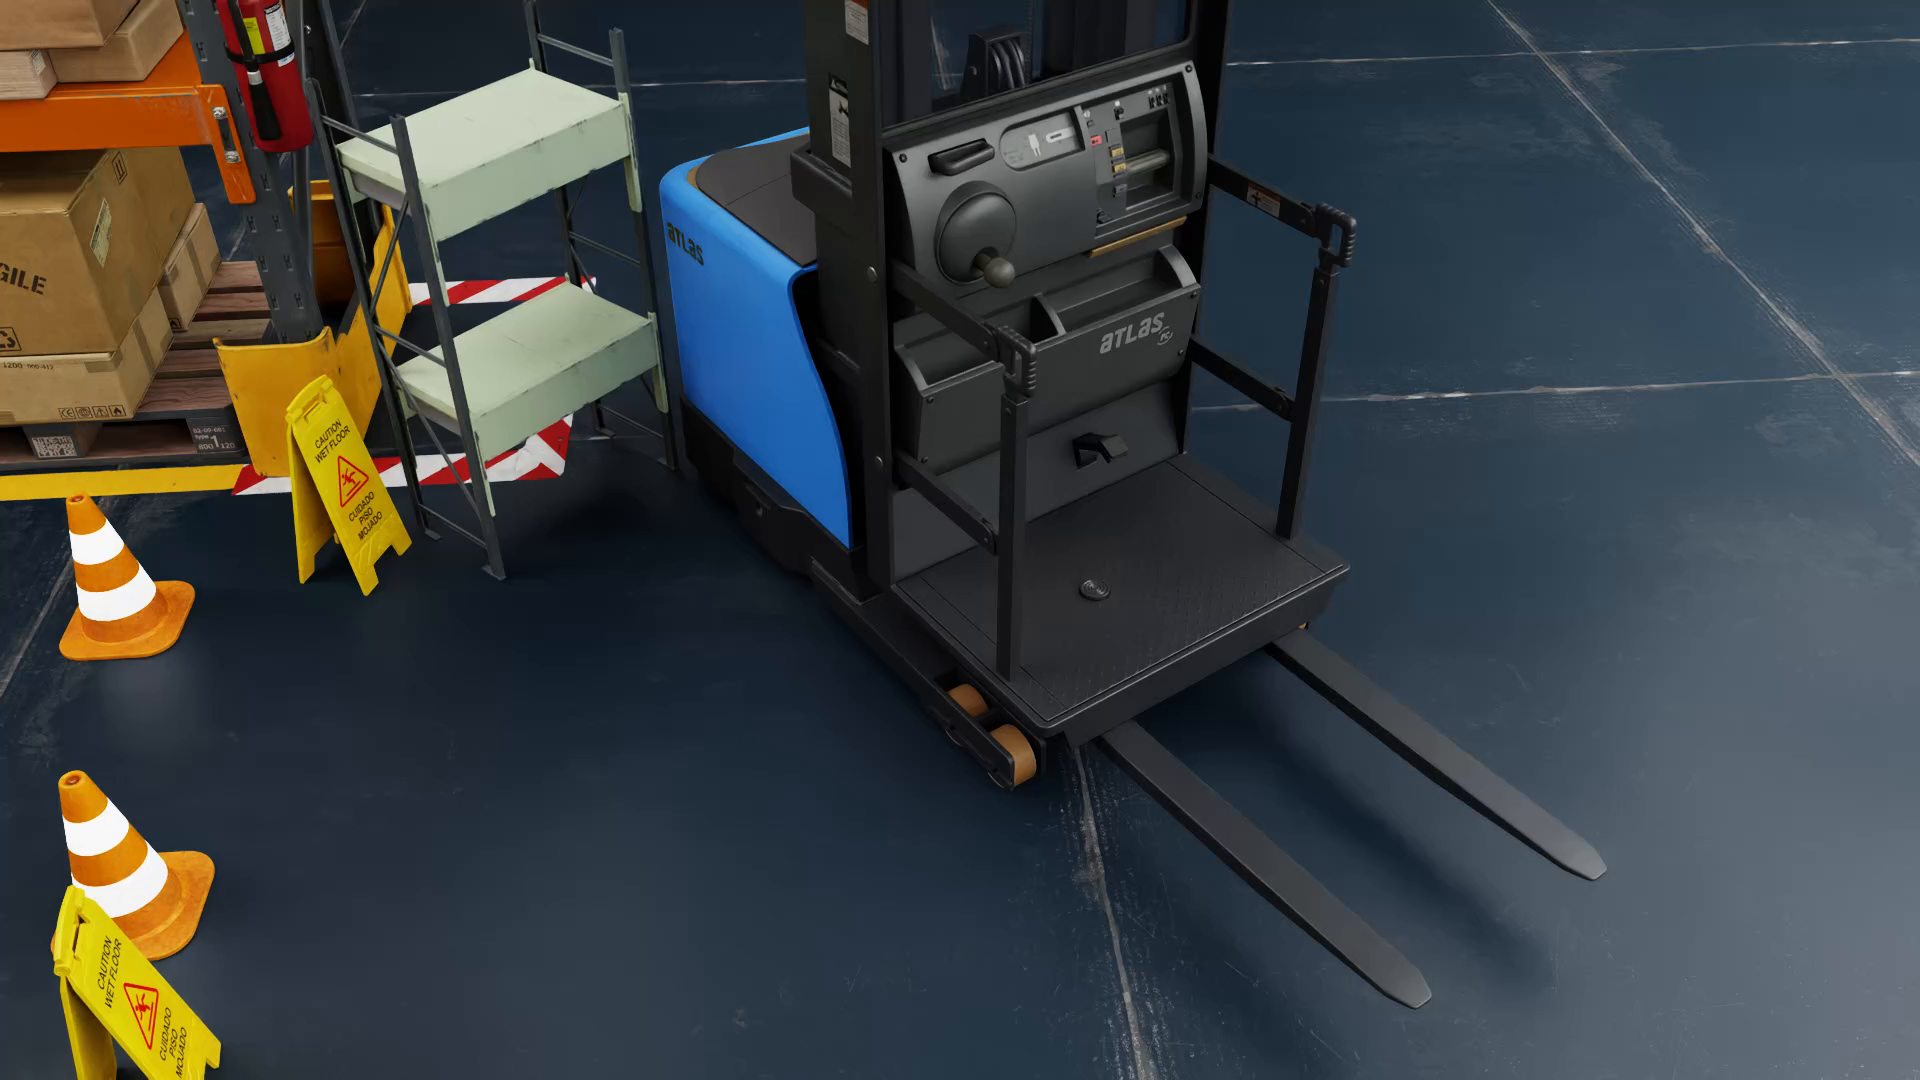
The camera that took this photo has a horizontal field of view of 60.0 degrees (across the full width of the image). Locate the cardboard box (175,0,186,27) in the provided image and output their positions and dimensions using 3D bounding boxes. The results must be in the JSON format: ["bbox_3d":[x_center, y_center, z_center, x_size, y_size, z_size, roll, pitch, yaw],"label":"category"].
[{"bbox_3d":[-2.512,-1.765,5.269,0.250,0.149,0.380,-3,38,-4],"label":"cardboard box"}]

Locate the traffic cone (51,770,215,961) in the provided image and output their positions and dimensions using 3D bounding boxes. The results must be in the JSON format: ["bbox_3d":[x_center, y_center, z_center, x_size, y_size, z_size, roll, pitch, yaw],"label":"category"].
[{"bbox_3d":[-2.032,0.727,3.955,0.334,0.463,0.336,-3,38,-4],"label":"traffic cone"}]

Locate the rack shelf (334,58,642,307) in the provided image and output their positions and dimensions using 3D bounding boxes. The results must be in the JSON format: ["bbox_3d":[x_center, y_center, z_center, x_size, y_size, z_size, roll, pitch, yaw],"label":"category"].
[{"bbox_3d":[-1.329,-1.029,4.713,0.431,0.370,0.720,26,45,29],"label":"rack shelf"}]

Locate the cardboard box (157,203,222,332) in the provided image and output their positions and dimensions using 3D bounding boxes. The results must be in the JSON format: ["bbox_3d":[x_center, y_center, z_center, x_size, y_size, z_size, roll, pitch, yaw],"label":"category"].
[{"bbox_3d":[-2.983,-0.967,5.934,0.500,0.250,0.500,-3,38,-4],"label":"cardboard box"}]

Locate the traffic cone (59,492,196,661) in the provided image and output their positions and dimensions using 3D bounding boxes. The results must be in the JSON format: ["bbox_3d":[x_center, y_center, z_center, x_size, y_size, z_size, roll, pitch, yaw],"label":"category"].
[{"bbox_3d":[-2.469,0.061,4.800,0.334,0.463,0.336,-3,38,-4],"label":"traffic cone"}]

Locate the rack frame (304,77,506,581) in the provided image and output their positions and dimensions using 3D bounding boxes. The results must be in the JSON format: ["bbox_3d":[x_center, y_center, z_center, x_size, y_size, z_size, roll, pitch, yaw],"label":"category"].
[{"bbox_3d":[-1.557,-0.545,4.730,0.400,1.500,0.023,26,45,29],"label":"rack frame"}]

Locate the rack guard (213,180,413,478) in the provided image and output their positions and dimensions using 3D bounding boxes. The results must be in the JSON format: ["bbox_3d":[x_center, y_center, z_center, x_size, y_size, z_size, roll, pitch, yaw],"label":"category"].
[{"bbox_3d":[-2.231,-0.769,5.821,0.348,0.500,1.175,-3,38,-4],"label":"rack guard"}]

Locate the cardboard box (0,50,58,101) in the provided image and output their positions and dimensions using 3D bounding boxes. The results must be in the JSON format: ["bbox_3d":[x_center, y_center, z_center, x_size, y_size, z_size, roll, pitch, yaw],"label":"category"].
[{"bbox_3d":[-2.751,-1.421,4.833,0.250,0.149,0.380,-4,38,-5],"label":"cardboard box"}]

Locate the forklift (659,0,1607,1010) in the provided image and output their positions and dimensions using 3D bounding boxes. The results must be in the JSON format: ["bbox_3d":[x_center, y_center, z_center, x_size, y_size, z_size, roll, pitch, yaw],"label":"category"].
[{"bbox_3d":[0.366,-0.839,3.947,1.130,2.935,3.031,-24,44,-27],"label":"forklift"}]

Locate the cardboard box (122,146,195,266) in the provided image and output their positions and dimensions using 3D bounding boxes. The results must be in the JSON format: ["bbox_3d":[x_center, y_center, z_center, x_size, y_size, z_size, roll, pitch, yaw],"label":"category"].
[{"bbox_3d":[-3.006,-1.259,5.700,0.500,0.500,0.500,-4,38,-5],"label":"cardboard box"}]

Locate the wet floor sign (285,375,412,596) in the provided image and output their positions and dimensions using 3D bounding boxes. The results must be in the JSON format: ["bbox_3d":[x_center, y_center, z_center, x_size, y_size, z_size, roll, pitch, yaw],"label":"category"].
[{"bbox_3d":[-1.871,-0.181,4.958,0.232,0.644,0.267,9,39,12],"label":"wet floor sign"}]

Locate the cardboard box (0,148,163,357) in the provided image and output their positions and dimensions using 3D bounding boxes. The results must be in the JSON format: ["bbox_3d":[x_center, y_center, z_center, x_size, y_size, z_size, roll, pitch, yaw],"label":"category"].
[{"bbox_3d":[-2.930,-0.930,5.282,0.500,0.500,0.500,-3,38,-4],"label":"cardboard box"}]

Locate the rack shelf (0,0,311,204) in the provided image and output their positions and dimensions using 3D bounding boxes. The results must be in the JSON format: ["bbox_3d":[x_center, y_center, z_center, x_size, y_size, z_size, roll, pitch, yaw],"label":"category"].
[{"bbox_3d":[-4.147,-1.363,5.136,4.000,0.370,1.077,-3,38,-4],"label":"rack shelf"}]

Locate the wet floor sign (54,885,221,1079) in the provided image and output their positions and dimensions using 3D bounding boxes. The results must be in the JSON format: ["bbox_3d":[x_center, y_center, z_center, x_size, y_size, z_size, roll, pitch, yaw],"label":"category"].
[{"bbox_3d":[-1.762,0.995,3.468,0.232,0.644,0.267,-9,39,-12],"label":"wet floor sign"}]

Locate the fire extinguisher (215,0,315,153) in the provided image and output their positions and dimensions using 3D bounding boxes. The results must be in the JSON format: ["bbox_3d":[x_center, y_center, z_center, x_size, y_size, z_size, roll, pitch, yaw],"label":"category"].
[{"bbox_3d":[-2.000,-1.446,4.724,0.183,0.674,0.296,-3,38,-4],"label":"fire extinguisher"}]

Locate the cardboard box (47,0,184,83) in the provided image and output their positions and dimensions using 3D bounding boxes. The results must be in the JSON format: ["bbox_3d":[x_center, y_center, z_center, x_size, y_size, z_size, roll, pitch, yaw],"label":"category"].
[{"bbox_3d":[-2.508,-1.504,4.937,0.250,0.149,0.380,-2,38,-2],"label":"cardboard box"}]

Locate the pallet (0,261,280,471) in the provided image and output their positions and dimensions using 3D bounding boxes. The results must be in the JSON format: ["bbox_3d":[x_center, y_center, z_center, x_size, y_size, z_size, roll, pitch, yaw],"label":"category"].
[{"bbox_3d":[-3.043,-0.633,5.882,1.213,0.211,1.003,-3,38,-4],"label":"pallet"}]

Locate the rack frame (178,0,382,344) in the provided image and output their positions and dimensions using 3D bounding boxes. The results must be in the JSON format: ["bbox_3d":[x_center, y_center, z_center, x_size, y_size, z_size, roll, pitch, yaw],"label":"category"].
[{"bbox_3d":[-2.155,-1.755,5.052,0.127,3.000,1.000,-3,38,-4],"label":"rack frame"}]

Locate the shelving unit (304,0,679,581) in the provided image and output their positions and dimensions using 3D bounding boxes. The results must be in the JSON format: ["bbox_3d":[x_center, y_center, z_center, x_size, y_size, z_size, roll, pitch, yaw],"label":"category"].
[{"bbox_3d":[-1.329,-0.722,4.955,0.431,1.500,0.755,26,45,29],"label":"shelving unit"}]

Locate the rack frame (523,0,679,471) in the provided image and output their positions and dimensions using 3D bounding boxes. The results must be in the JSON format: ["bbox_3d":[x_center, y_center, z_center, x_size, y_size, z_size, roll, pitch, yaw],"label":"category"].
[{"bbox_3d":[-1.101,-0.900,5.179,0.400,1.500,0.023,26,45,29],"label":"rack frame"}]

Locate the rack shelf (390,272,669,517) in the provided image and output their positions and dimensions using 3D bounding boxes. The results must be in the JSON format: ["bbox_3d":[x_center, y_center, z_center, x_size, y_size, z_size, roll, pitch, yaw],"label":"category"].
[{"bbox_3d":[-1.329,-0.466,5.157,0.431,0.370,0.720,26,45,29],"label":"rack shelf"}]

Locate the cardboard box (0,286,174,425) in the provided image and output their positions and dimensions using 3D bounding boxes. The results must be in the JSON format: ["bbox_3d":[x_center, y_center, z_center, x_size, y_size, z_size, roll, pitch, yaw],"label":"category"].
[{"bbox_3d":[-2.960,-0.629,5.506,0.500,0.250,0.500,-3,38,-4],"label":"cardboard box"}]

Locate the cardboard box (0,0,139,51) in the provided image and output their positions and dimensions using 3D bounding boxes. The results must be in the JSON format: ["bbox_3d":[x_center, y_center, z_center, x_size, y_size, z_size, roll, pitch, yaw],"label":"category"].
[{"bbox_3d":[-2.671,-1.711,4.676,0.500,0.500,0.500,-4,38,-5],"label":"cardboard box"}]
